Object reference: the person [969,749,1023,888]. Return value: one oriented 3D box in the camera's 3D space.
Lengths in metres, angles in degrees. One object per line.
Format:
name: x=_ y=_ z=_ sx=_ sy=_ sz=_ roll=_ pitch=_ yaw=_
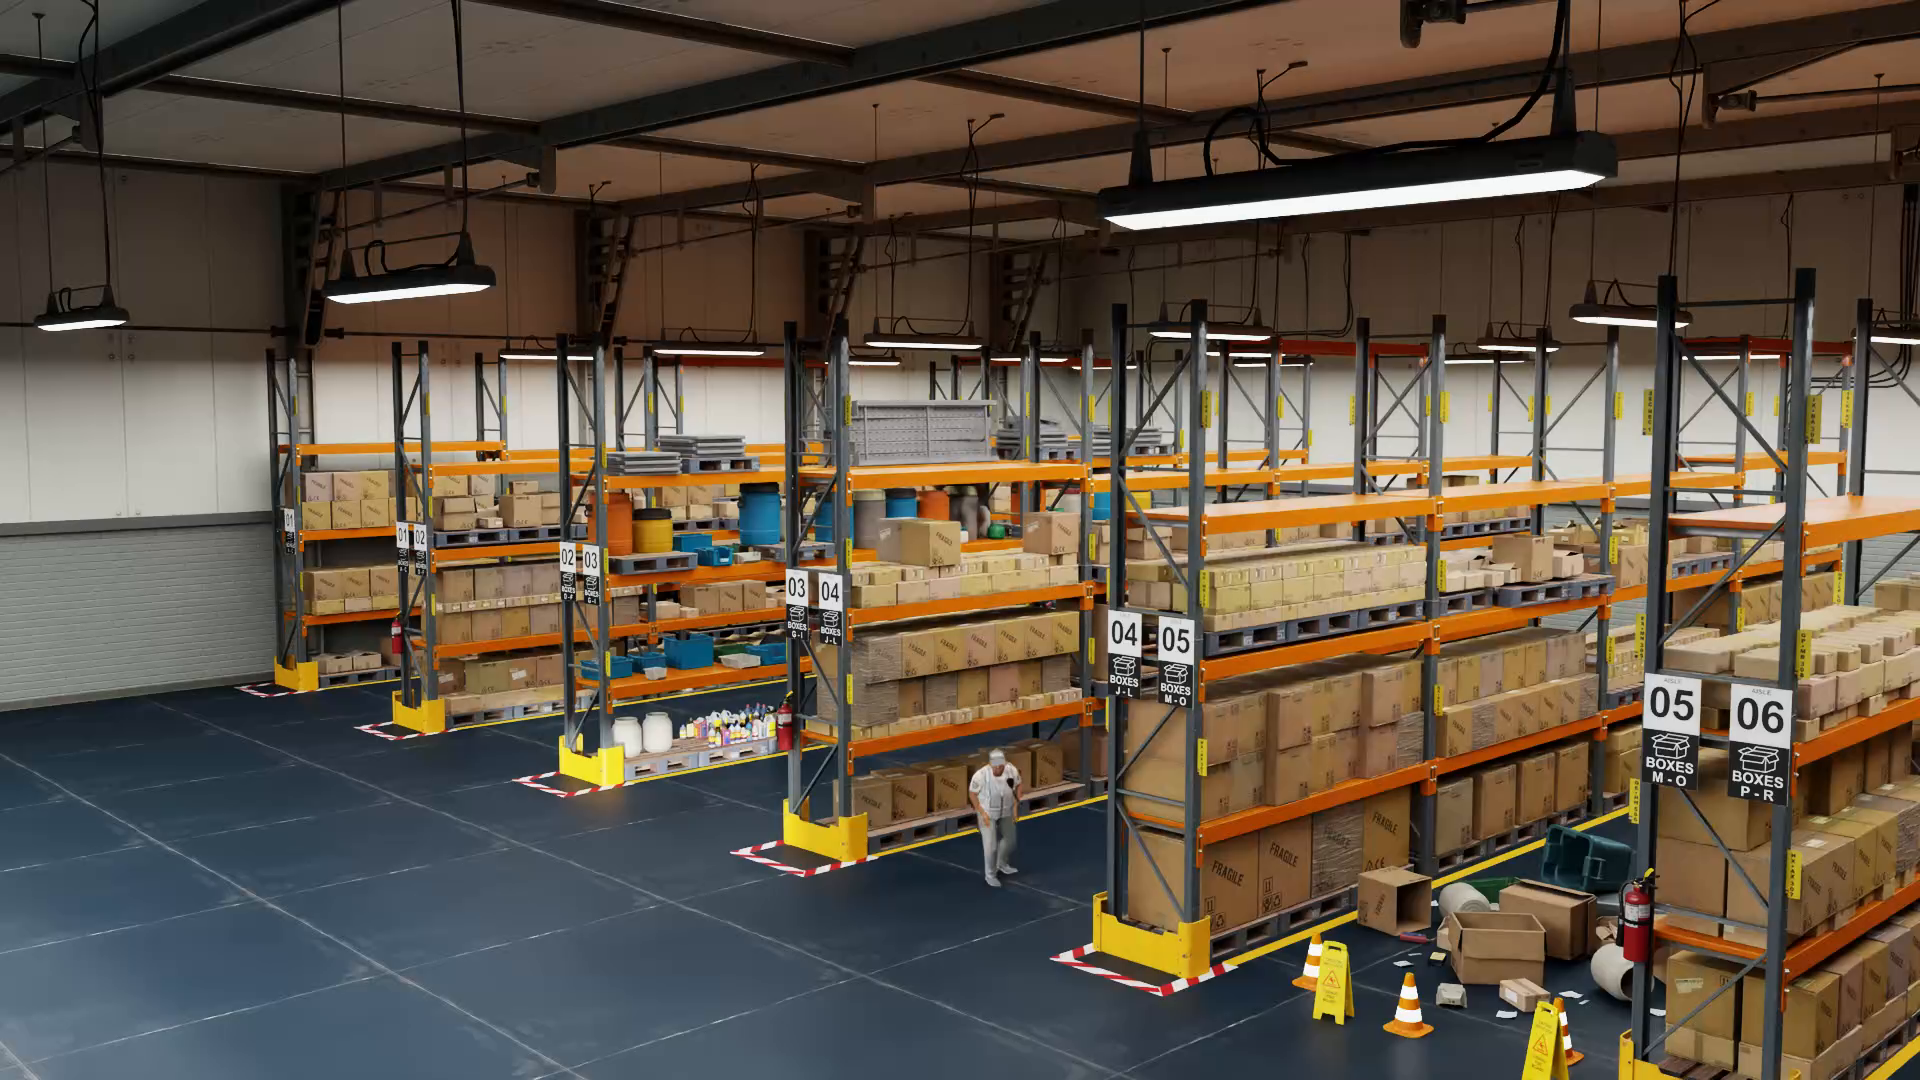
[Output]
person: x=0.395 y=2.901 z=17.581 sx=0.659 sy=1.529 sz=0.888 roll=-2 pitch=5 yaw=-19
